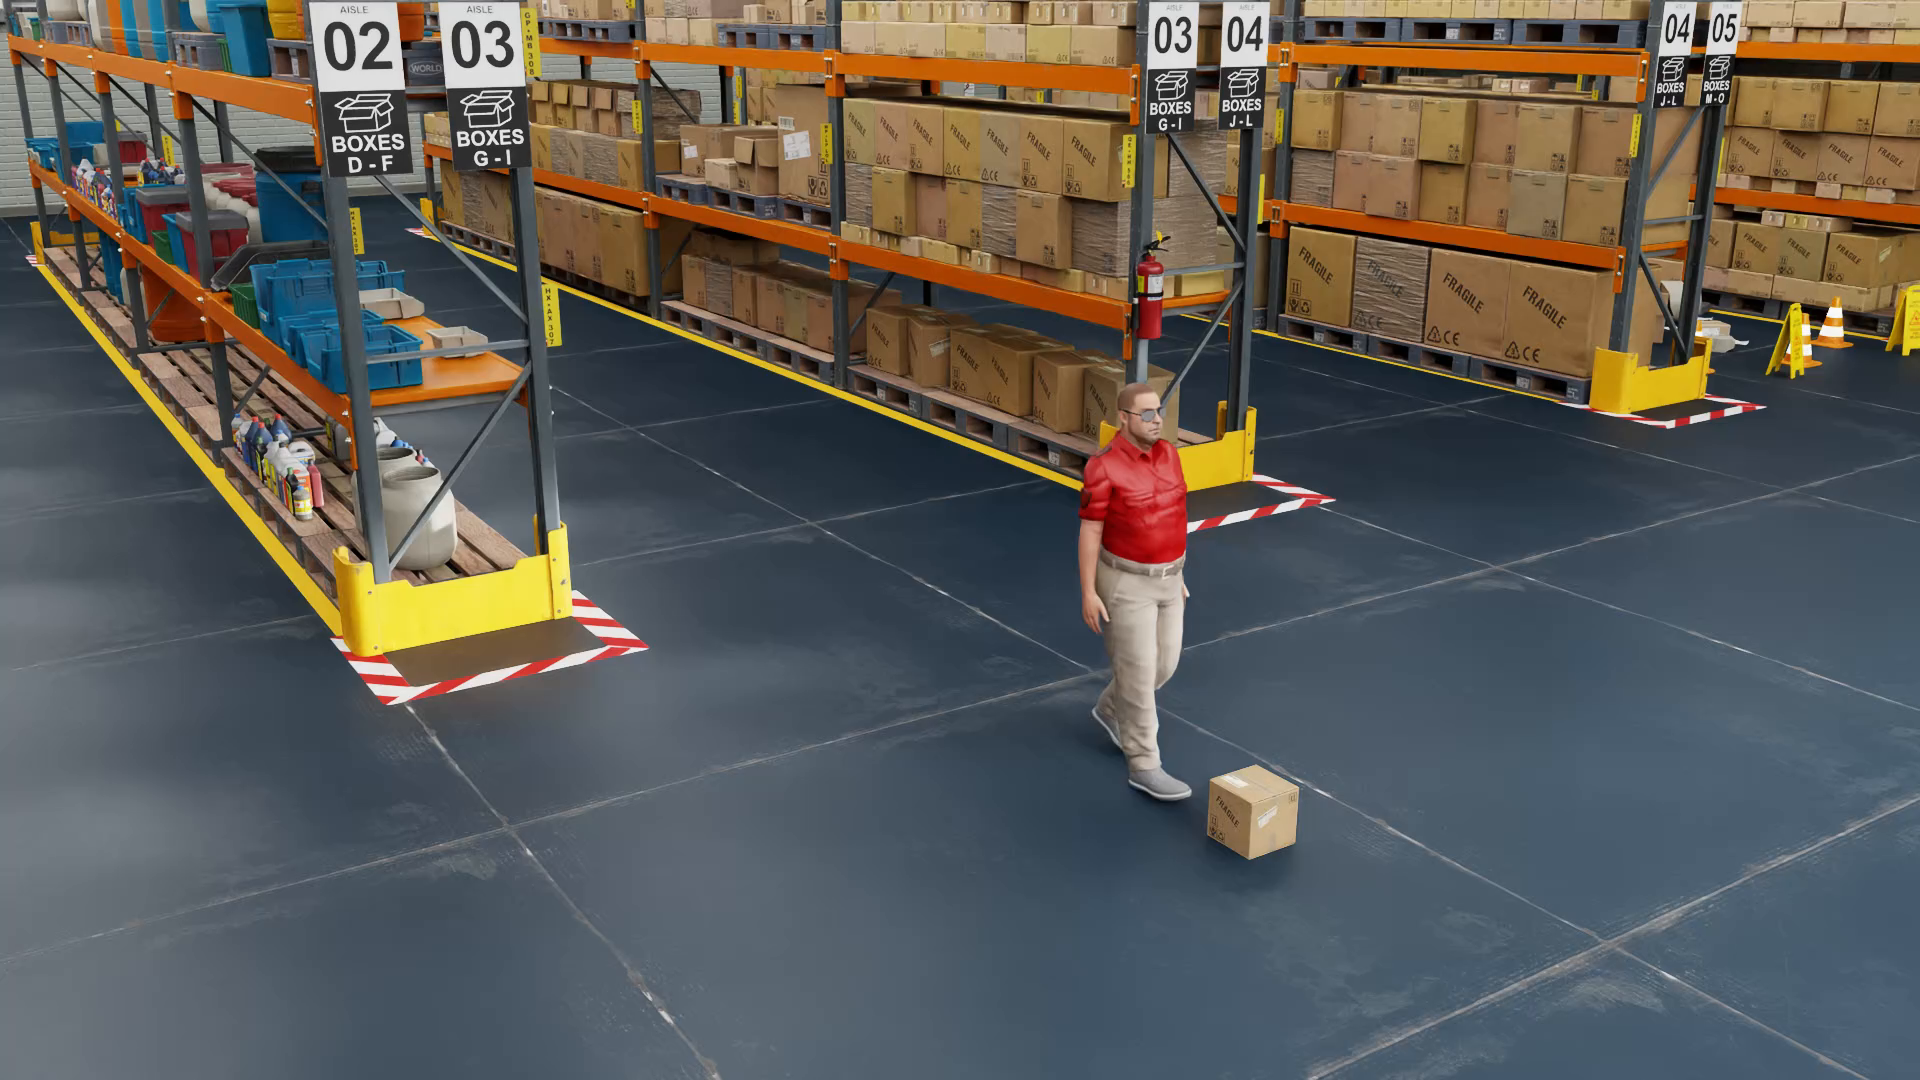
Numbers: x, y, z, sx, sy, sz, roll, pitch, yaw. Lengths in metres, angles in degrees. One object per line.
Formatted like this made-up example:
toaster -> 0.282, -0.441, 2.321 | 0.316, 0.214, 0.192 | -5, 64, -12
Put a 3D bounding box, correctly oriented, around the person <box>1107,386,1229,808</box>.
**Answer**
person -> 0.889, 0.265, 6.811 | 0.570, 1.790, 0.461 | -15, 23, -38
